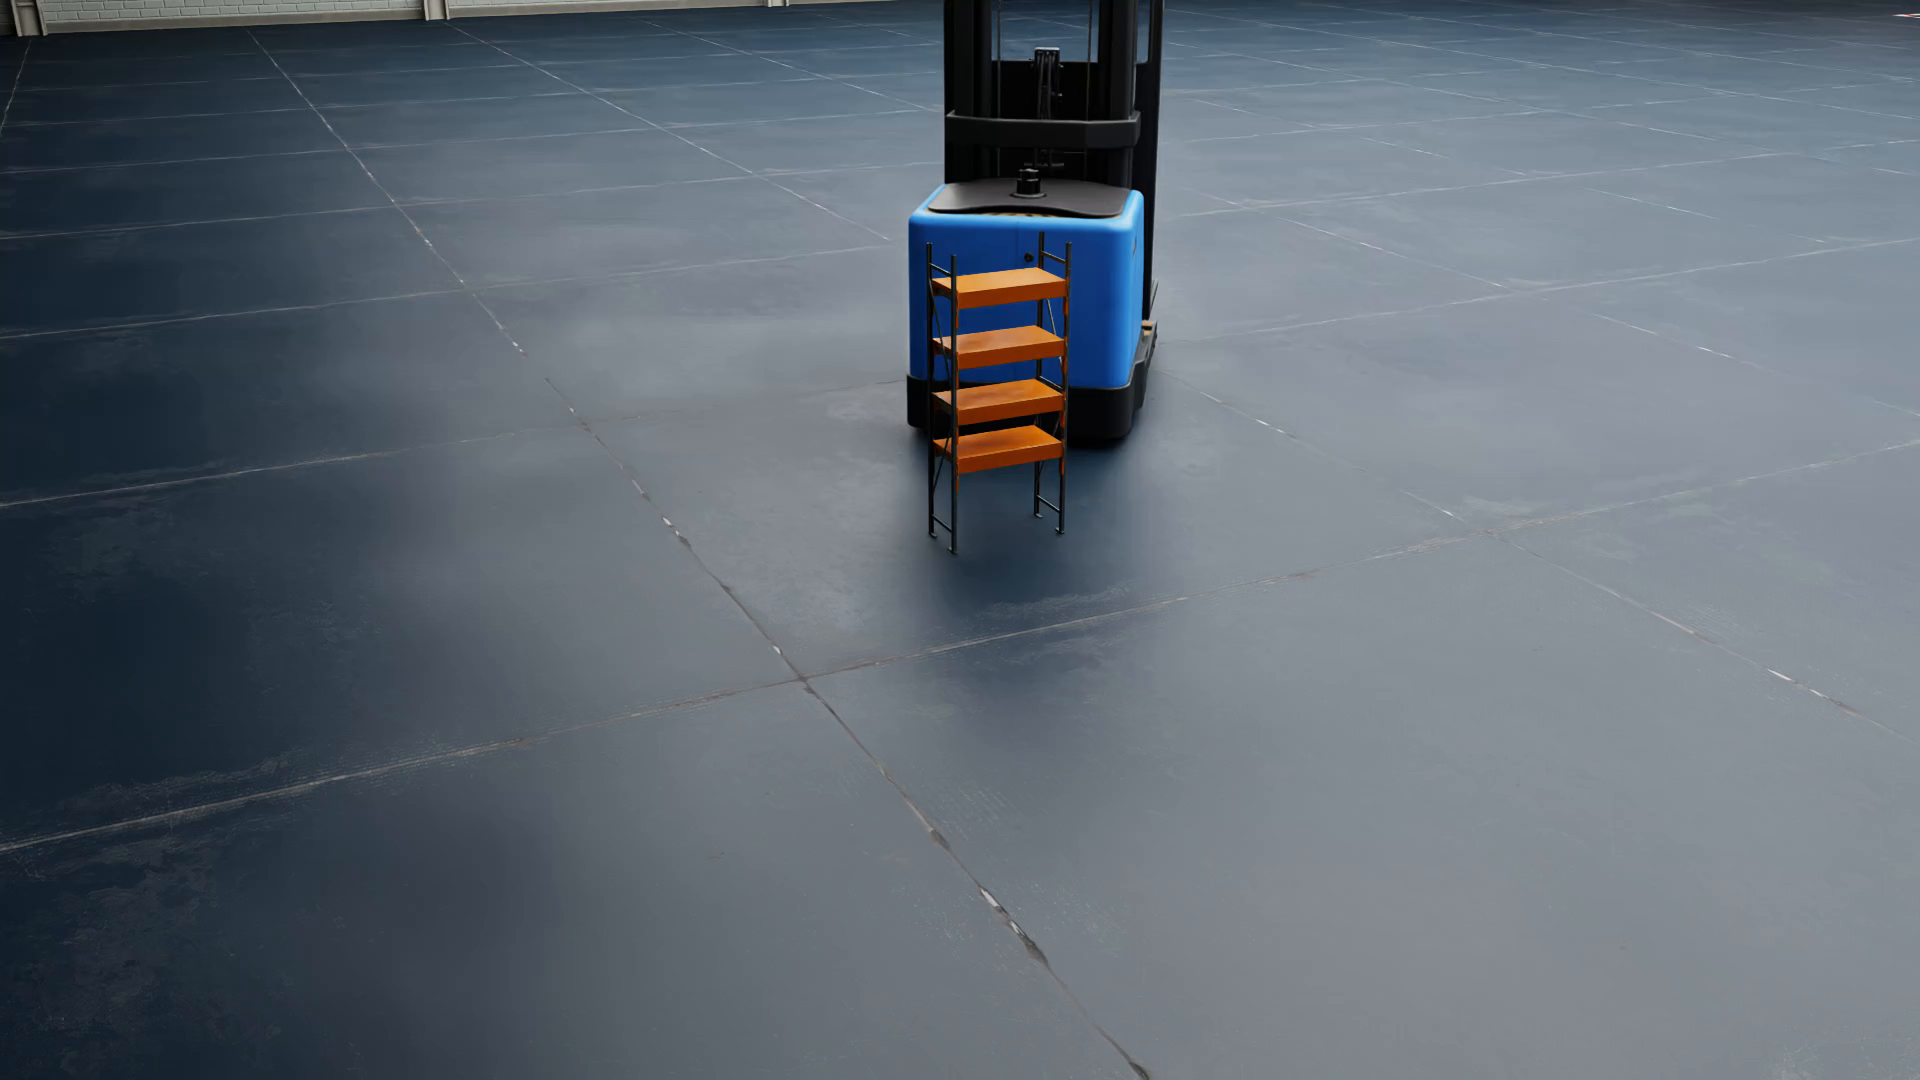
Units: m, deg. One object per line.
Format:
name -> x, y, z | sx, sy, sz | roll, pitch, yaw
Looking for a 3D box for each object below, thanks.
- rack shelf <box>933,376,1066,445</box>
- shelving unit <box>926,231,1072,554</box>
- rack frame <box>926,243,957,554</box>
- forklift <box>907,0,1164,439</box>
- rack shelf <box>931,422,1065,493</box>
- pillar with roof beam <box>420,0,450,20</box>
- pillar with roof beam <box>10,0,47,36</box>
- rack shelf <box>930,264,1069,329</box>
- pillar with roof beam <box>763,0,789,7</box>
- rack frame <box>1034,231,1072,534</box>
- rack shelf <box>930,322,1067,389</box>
rack shelf -> 0.149, -0.520, 6.613 | 0.480, 0.148, 0.258 | -10, 25, -24
shelving unit -> 0.149, -0.582, 6.587 | 0.503, 1.200, 0.258 | -10, 25, -24
rack frame -> -0.071, -0.541, 6.489 | 0.015, 1.200, 0.240 | -10, 25, -24
forklift -> 0.504, -2.355, 8.606 | 1.130, 2.935, 3.031 | 4, 23, 9
rack shelf -> 0.149, -0.336, 6.689 | 0.480, 0.148, 0.258 | -10, 25, -24
pillar with roof beam -> -6.883, -11.381, 22.479 | 0.400, 9.000, 9.100 | -10, 25, -24
pillar with roof beam -> -12.289, -10.386, 20.074 | 0.400, 9.000, 9.100 | -10, 25, -24
rack shelf -> 0.149, -0.945, 6.437 | 0.480, 0.148, 0.258 | -10, 25, -24
pillar with roof beam -> -1.476, -12.376, 24.883 | 0.400, 9.000, 9.100 | -10, 25, -24
rack frame -> 0.369, -0.622, 6.685 | 0.015, 1.200, 0.240 | -10, 25, -24
rack shelf -> 0.149, -0.726, 6.527 | 0.480, 0.148, 0.258 | -10, 25, -24
